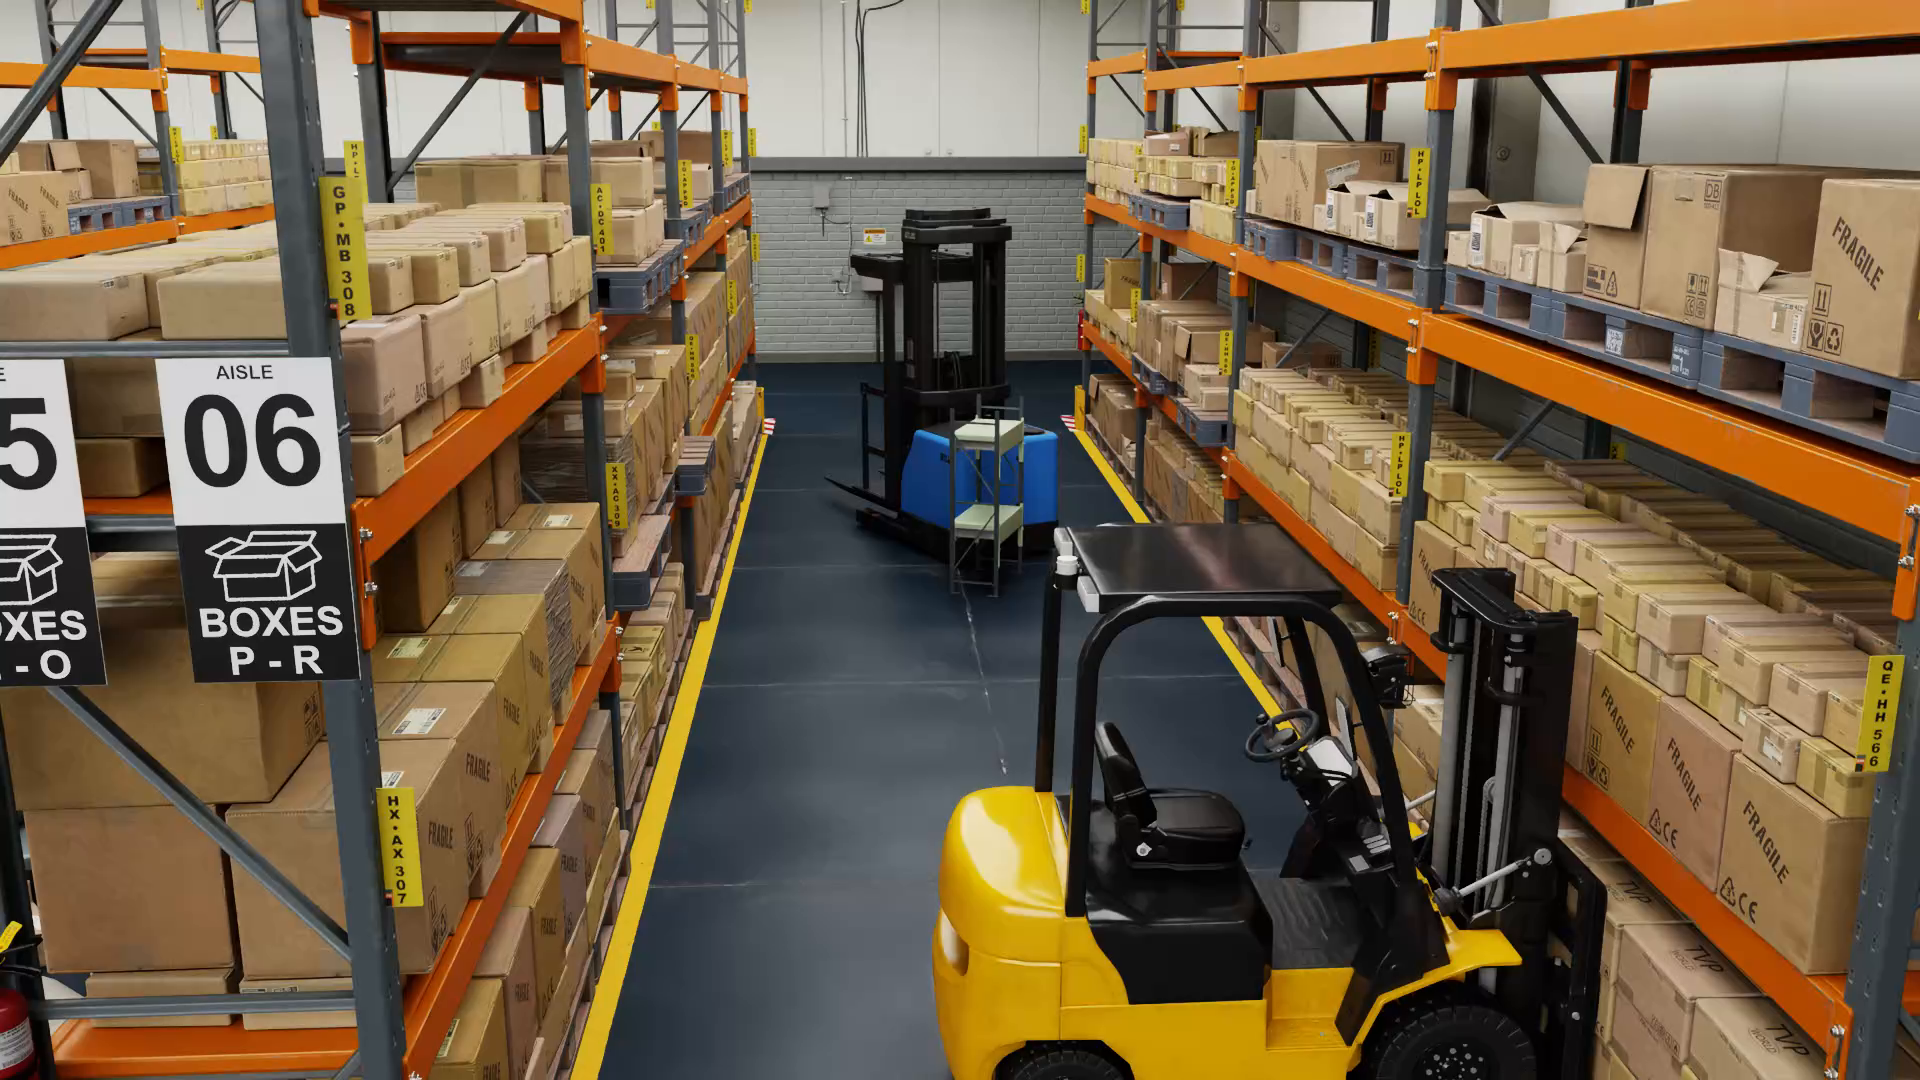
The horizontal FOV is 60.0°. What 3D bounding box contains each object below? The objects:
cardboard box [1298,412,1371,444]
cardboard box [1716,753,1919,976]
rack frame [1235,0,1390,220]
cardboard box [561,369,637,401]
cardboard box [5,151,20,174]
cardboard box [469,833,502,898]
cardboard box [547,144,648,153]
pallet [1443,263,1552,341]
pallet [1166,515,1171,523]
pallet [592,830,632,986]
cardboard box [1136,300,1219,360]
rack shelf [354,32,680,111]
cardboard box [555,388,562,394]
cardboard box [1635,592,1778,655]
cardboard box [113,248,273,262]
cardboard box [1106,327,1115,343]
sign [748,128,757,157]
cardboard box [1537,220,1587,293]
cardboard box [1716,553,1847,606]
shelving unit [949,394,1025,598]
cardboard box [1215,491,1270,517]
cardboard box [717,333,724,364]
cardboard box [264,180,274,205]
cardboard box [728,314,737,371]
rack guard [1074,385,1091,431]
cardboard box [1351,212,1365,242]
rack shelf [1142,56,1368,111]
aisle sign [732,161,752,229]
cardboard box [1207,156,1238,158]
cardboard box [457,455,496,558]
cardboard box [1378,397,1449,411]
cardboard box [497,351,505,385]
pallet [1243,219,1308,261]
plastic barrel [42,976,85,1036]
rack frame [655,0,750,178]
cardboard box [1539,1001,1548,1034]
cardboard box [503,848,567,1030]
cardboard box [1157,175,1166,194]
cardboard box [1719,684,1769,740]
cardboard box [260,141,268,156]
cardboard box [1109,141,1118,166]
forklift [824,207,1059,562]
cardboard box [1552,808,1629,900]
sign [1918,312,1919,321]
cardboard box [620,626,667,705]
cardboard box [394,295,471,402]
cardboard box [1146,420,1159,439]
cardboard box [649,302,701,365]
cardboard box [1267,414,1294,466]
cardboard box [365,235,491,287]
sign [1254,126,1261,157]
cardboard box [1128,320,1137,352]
[{"bbox_3d":[2.292,-0.688,10.180,0.380,0.149,0.250,-1,14,-5],"label":"cardboard box"},{"bbox_3d":[2.692,0.966,5.052,0.500,0.500,0.500,-1,14,-5],"label":"cardboard box"},{"bbox_3d":[2.489,-3.762,11.590,1.000,3.000,0.127,-1,14,-3],"label":"rack frame"},{"bbox_3d":[-2.063,-0.886,9.507,0.380,0.149,0.250,0,14,0],"label":"cardboard box"},{"bbox_3d":[-7.236,-2.846,12.310,0.396,0.266,0.258,-1,14,-3],"label":"cardboard box"},{"bbox_3d":[-1.719,1.050,5.428,0.380,0.149,0.250,-1,14,-3],"label":"cardboard box"},{"bbox_3d":[-2.716,-2.727,12.543,0.700,0.500,0.500,-2,15,-6],"label":"cardboard box"},{"bbox_3d":[2.816,-1.060,7.286,1.003,0.211,1.213,-1,14,-3],"label":"pallet"},{"bbox_3d":[2.408,0.004,14.586,1.003,0.211,1.213,-1,14,-3],"label":"pallet"},{"bbox_3d":[-2.140,1.732,7.870,1.003,0.211,1.213,-1,14,-3],"label":"pallet"},{"bbox_3d":[2.048,-1.980,15.658,0.700,0.500,0.500,-1,14,-2],"label":"cardboard box"},{"bbox_3d":[-2.341,-2.645,9.495,1.077,0.370,4.000,-1,14,-3],"label":"rack shelf"},{"bbox_3d":[-2.566,-0.674,9.986,0.500,0.500,0.500,-1,14,-6],"label":"cardboard box"},{"bbox_3d":[2.595,0.288,5.786,0.380,0.149,0.250,-1,14,-2],"label":"cardboard box"},{"bbox_3d":[-2.261,-0.778,4.916,0.380,0.149,0.250,-1,14,-3],"label":"cardboard box"},{"bbox_3d":[1.807,-2.253,18.266,0.380,0.149,0.250,-1,14,-2],"label":"cardboard box"},{"bbox_3d":[-2.418,-4.617,19.314,0.100,0.325,0.005,-1,14,-3],"label":"sign"},{"bbox_3d":[2.526,-1.128,6.597,0.396,0.266,0.258,-1,14,-5],"label":"cardboard box"},{"bbox_3d":[3.110,0.154,6.309,0.380,0.149,0.250,-1,14,-3],"label":"cardboard box"},{"bbox_3d":[0.221,-0.372,13.460,0.431,1.500,0.755,4,15,17],"label":"shelving unit"},{"bbox_3d":[2.206,-0.283,12.978,0.380,0.149,0.250,-2,15,-6],"label":"cardboard box"},{"bbox_3d":[-2.404,-1.714,14.965,0.500,0.250,0.500,-1,14,-2],"label":"cardboard box"},{"bbox_3d":[-7.546,-3.688,17.623,0.500,0.250,0.500,0,14,-1],"label":"cardboard box"},{"bbox_3d":[-2.480,-1.944,16.360,0.500,0.500,0.500,0,14,-2],"label":"cardboard box"},{"bbox_3d":[1.998,-1.617,20.309,1.175,0.500,0.348,-1,14,-3],"label":"rack guard"},{"bbox_3d":[2.366,-1.714,9.109,0.380,0.149,0.250,-1,14,-4],"label":"cardboard box"},{"bbox_3d":[2.365,-3.718,13.663,1.077,0.370,4.000,-1,14,-3],"label":"rack shelf"},{"bbox_3d":[-2.655,-4.051,19.533,0.394,0.787,0.004,-1,14,-3],"label":"aisle sign"},{"bbox_3d":[2.439,-3.380,14.989,0.380,0.149,0.250,-1,14,-5],"label":"cardboard box"},{"bbox_3d":[-2.396,-0.221,7.063,0.700,0.500,0.500,-1,14,-3],"label":"cardboard box"},{"bbox_3d":[2.916,-0.826,10.715,0.380,0.149,0.250,-1,14,-4],"label":"cardboard box"},{"bbox_3d":[-1.806,-0.595,5.802,0.380,0.149,0.250,-1,14,-5],"label":"cardboard box"},{"bbox_3d":[2.620,-2.051,11.337,1.213,0.211,1.003,0,14,-1],"label":"pallet"},{"bbox_3d":[-3.608,1.967,6.530,0.512,0.421,0.421,10,18,35],"label":"plastic barrel"},{"bbox_3d":[-2.960,-5.675,19.022,1.000,3.000,0.127,-1,14,-3],"label":"rack frame"},{"bbox_3d":[2.543,1.772,6.797,0.500,0.250,0.500,0,14,-2],"label":"cardboard box"},{"bbox_3d":[-1.805,1.510,6.310,0.500,0.500,0.500,-1,14,-2],"label":"cardboard box"},{"bbox_3d":[1.929,-3.100,14.497,0.380,0.149,0.250,-1,14,-4],"label":"cardboard box"},{"bbox_3d":[2.683,0.559,5.330,0.380,0.149,0.250,-1,14,-2],"label":"cardboard box"},{"bbox_3d":[-7.567,-4.150,17.614,0.380,0.149,0.250,-1,14,-5],"label":"cardboard box"},{"bbox_3d":[1.870,-4.121,17.703,0.500,0.250,0.500,0,14,-2],"label":"cardboard box"},{"bbox_3d":[-0.312,-1.554,15.183,1.130,2.935,3.031,-8,17,-29],"label":"forklift"},{"bbox_3d":[2.542,1.288,6.668,0.500,0.250,0.500,-1,14,-5],"label":"cardboard box"},{"bbox_3d":[2.442,-0.706,4.112,0.100,0.325,0.005,-1,14,-3],"label":"sign"},{"bbox_3d":[-2.345,0.802,10.319,0.950,0.372,0.625,0,14,-2],"label":"cardboard box"},{"bbox_3d":[-1.756,-0.569,4.901,0.500,0.250,0.500,-1,14,-4],"label":"cardboard box"},{"bbox_3d":[1.998,-1.066,16.020,0.380,0.149,0.250,0,14,-1],"label":"cardboard box"},{"bbox_3d":[-2.292,-1.562,12.870,0.500,0.500,0.500,-1,14,-3],"label":"cardboard box"},{"bbox_3d":[2.317,-0.657,10.860,0.500,0.250,0.500,-1,14,-5],"label":"cardboard box"},{"bbox_3d":[-1.760,-0.914,5.444,0.380,0.149,0.250,0,14,-2],"label":"cardboard box"},{"bbox_3d":[2.795,-3.755,15.754,0.100,0.325,0.005,-1,14,-3],"label":"sign"},{"bbox_3d":[1.966,-2.046,16.663,0.500,0.250,0.500,-1,14,-2],"label":"cardboard box"}]
